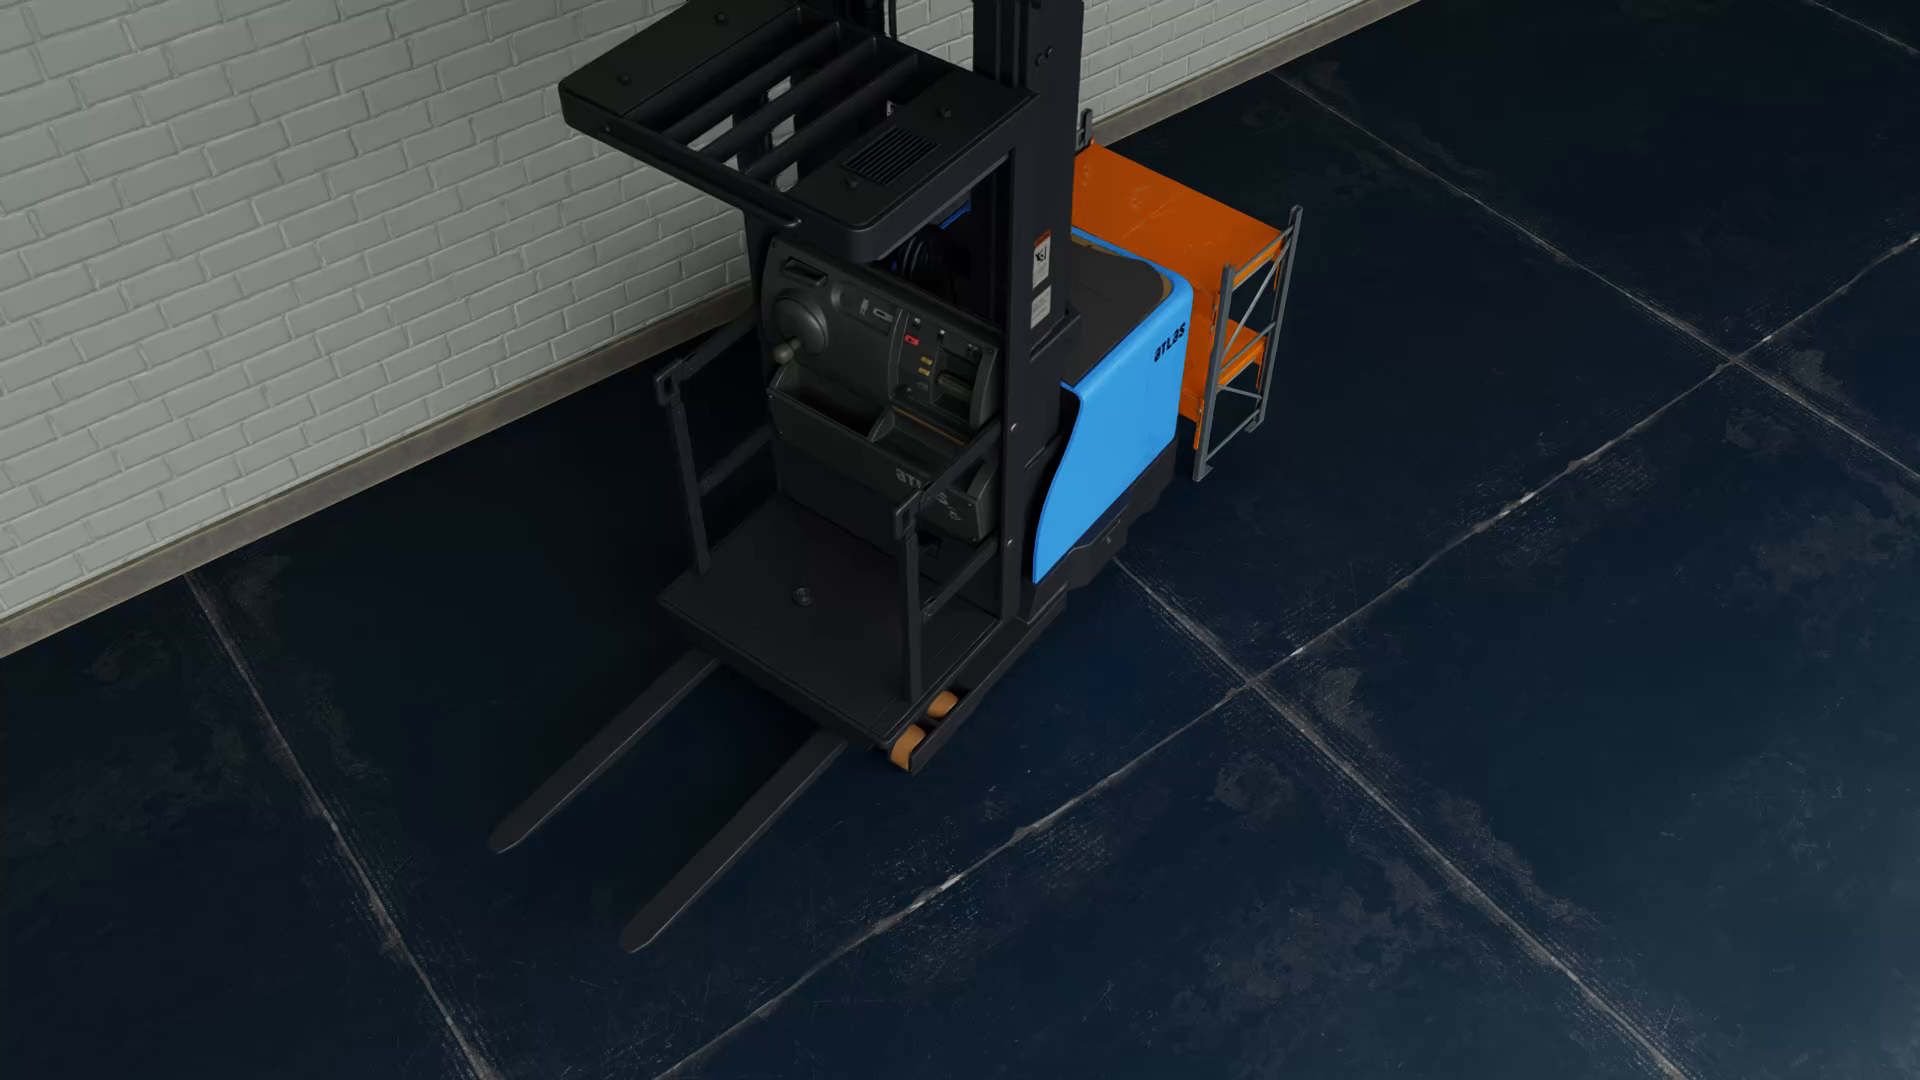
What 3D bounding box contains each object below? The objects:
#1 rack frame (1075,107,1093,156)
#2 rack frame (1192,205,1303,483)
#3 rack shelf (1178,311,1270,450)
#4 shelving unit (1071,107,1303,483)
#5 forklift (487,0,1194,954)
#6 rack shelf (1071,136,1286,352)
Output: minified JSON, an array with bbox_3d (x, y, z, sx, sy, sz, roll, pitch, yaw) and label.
[{"bbox_3d":[0.373,-1.255,7.128,0.032,1.125,0.500,32,55,26],"label":"rack frame"},{"bbox_3d":[1.146,-0.766,6.684,0.032,1.125,0.500,32,55,26],"label":"rack frame"},{"bbox_3d":[0.759,-0.847,7.087,1.000,0.278,0.538,32,55,26],"label":"rack shelf"},{"bbox_3d":[0.759,-1.011,6.906,1.048,1.125,0.538,32,55,26],"label":"shelving unit"},{"bbox_3d":[-0.400,-0.570,5.287,1.130,2.935,3.031,29,54,24],"label":"forklift"},{"bbox_3d":[0.759,-1.207,6.689,1.000,0.278,0.538,32,55,26],"label":"rack shelf"}]
